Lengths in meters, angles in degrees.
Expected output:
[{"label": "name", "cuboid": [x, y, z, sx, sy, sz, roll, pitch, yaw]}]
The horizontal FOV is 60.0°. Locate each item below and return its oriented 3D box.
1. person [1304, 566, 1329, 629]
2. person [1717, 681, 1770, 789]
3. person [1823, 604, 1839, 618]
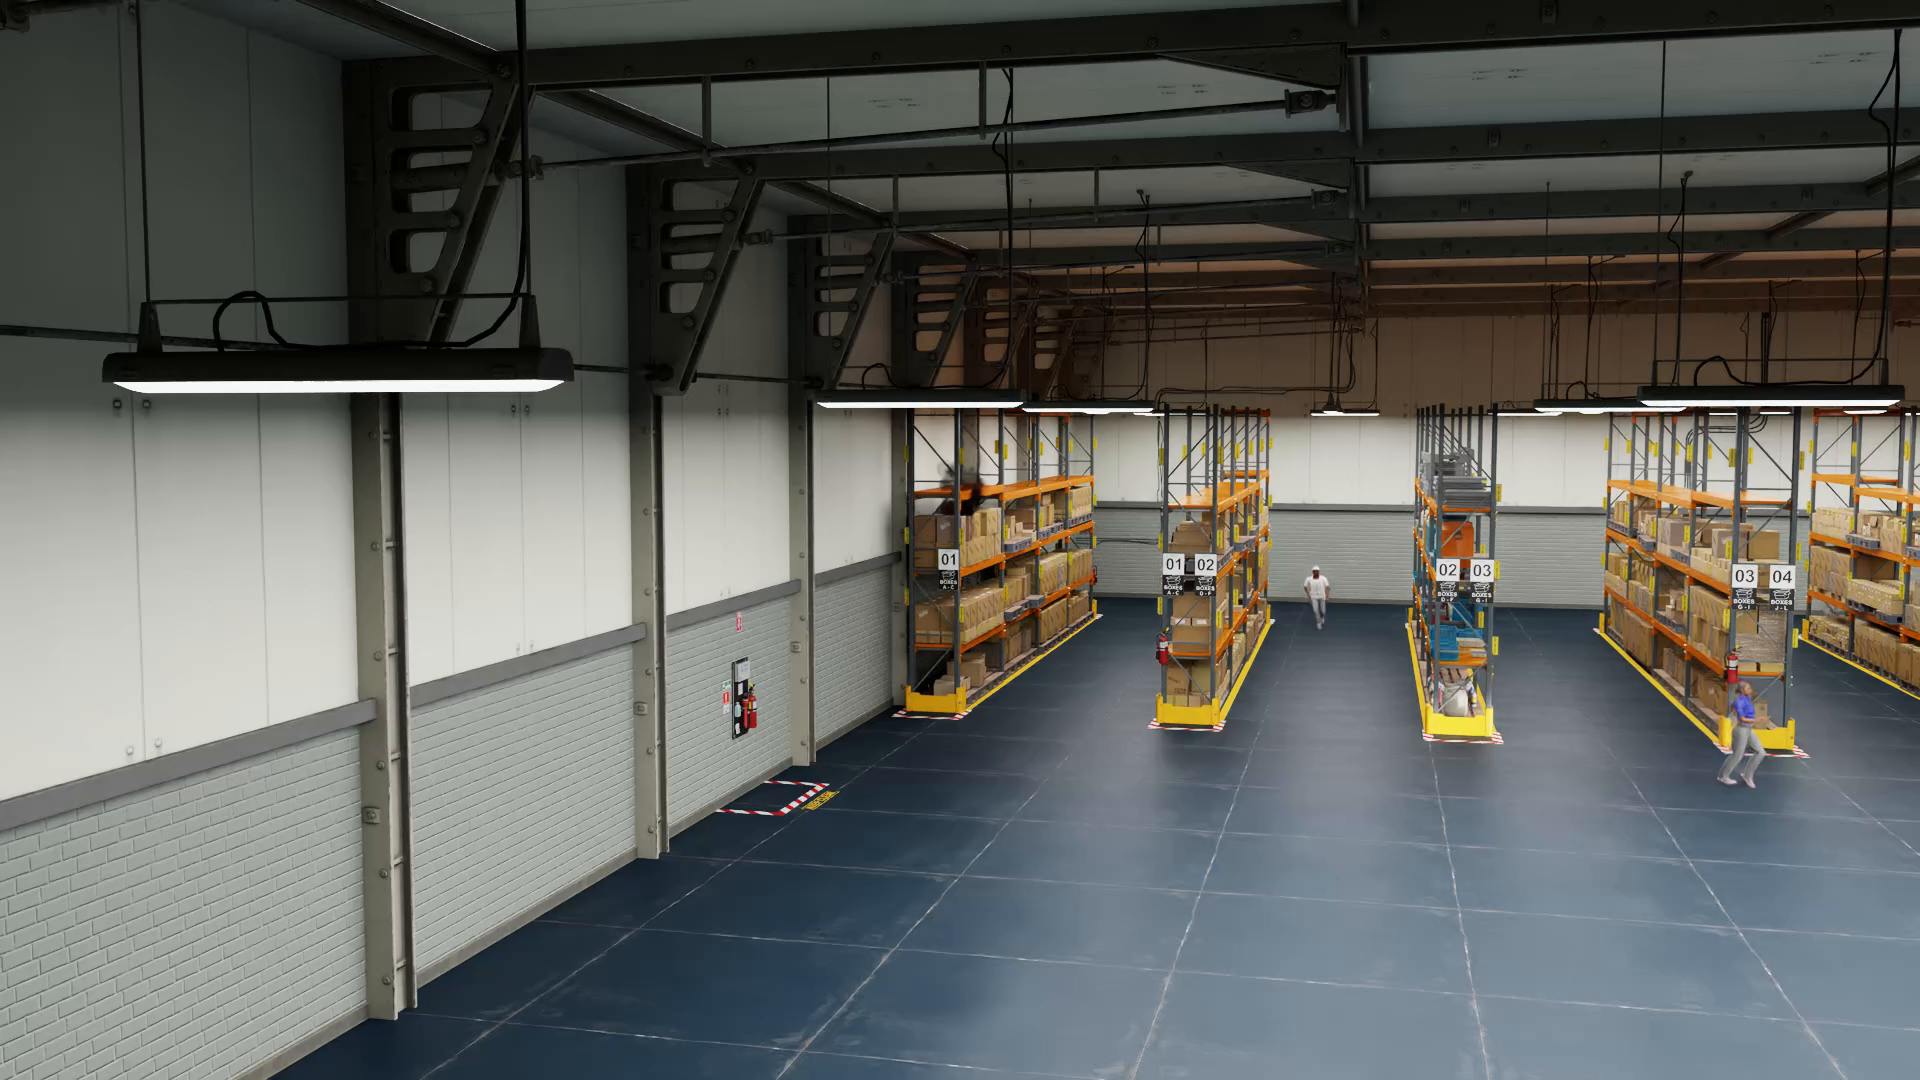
[{"label": "person", "cuboid": [9.752, 1.562, 45.504, 0.686, 1.706, 0.658, 1, 4, 9]}, {"label": "person", "cuboid": [12.156, 3.078, 25.779, 0.718, 1.591, 0.541, 4, 6, 42]}, {"label": "person", "cuboid": [23.332, 1.651, 44.251, 0.634, 1.737, 0.696, 1, 4, 8]}]
